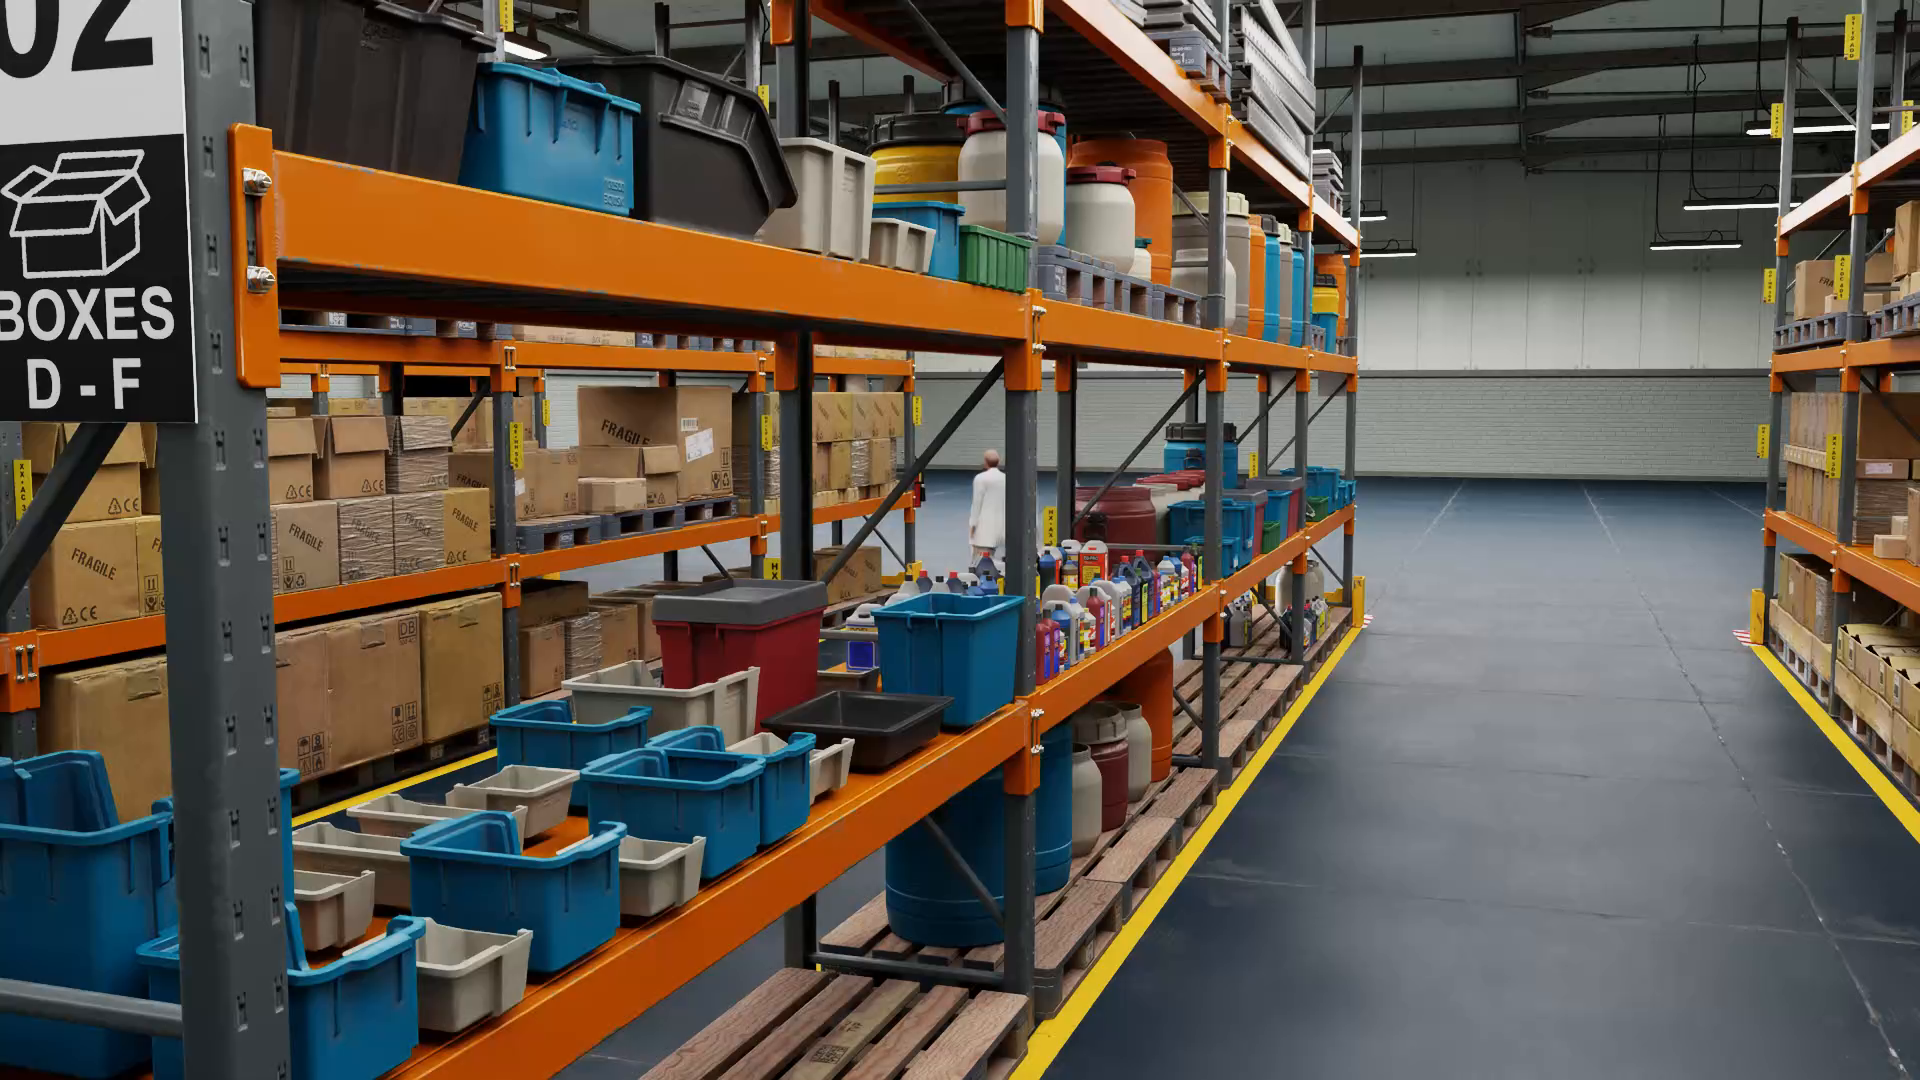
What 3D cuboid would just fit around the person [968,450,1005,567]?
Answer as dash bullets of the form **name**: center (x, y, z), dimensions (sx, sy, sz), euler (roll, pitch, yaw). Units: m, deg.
- **person**: center (0.380, -0.169, 19.361), dimensions (0.587, 1.757, 0.829), euler (-4, 7, -39)
